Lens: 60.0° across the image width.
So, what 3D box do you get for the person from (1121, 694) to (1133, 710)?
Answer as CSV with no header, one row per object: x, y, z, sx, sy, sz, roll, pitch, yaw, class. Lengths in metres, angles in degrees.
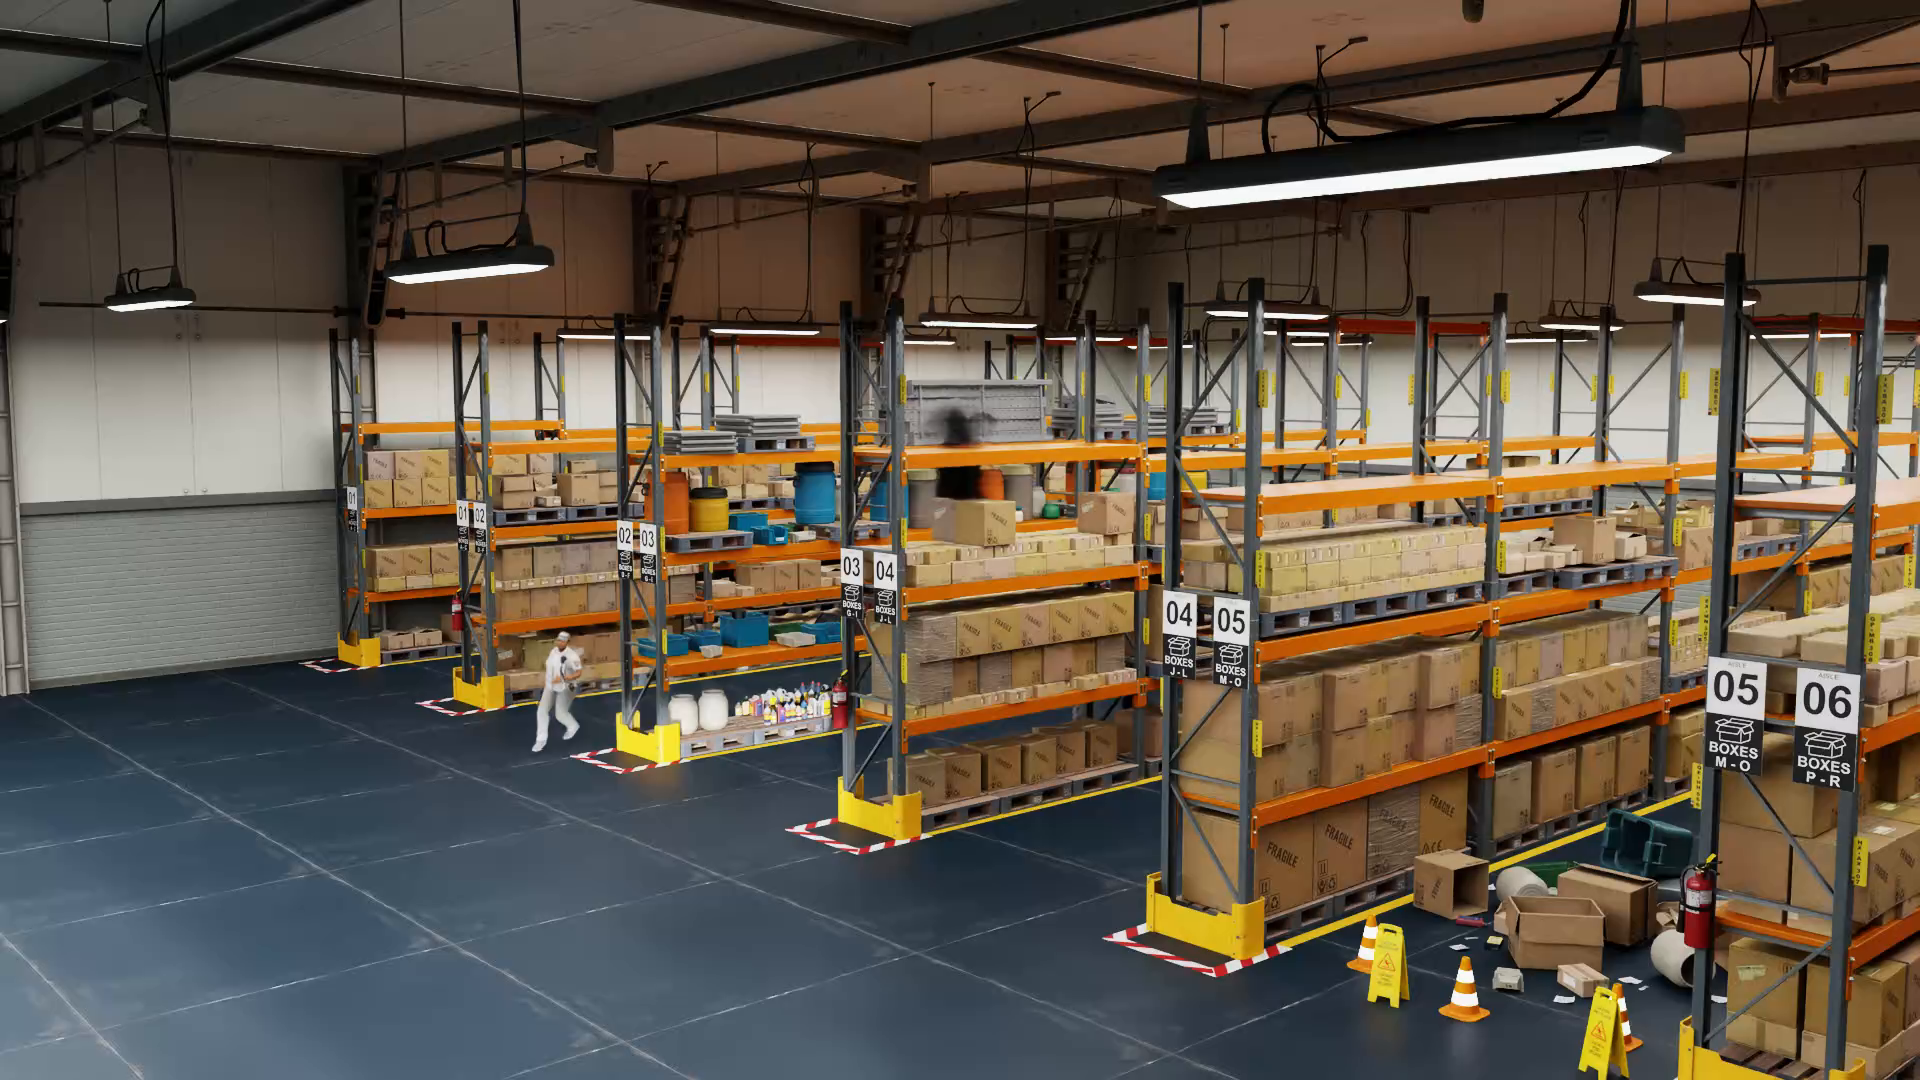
2.554,1.983,24.624,0.853,1.562,0.618,-5,8,-44,person

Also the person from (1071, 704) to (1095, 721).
1.744,1.925,23.867,0.692,1.758,0.832,4,7,37,person

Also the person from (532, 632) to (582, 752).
-5.528,2.075,23.114,0.646,1.643,0.874,2,6,23,person
